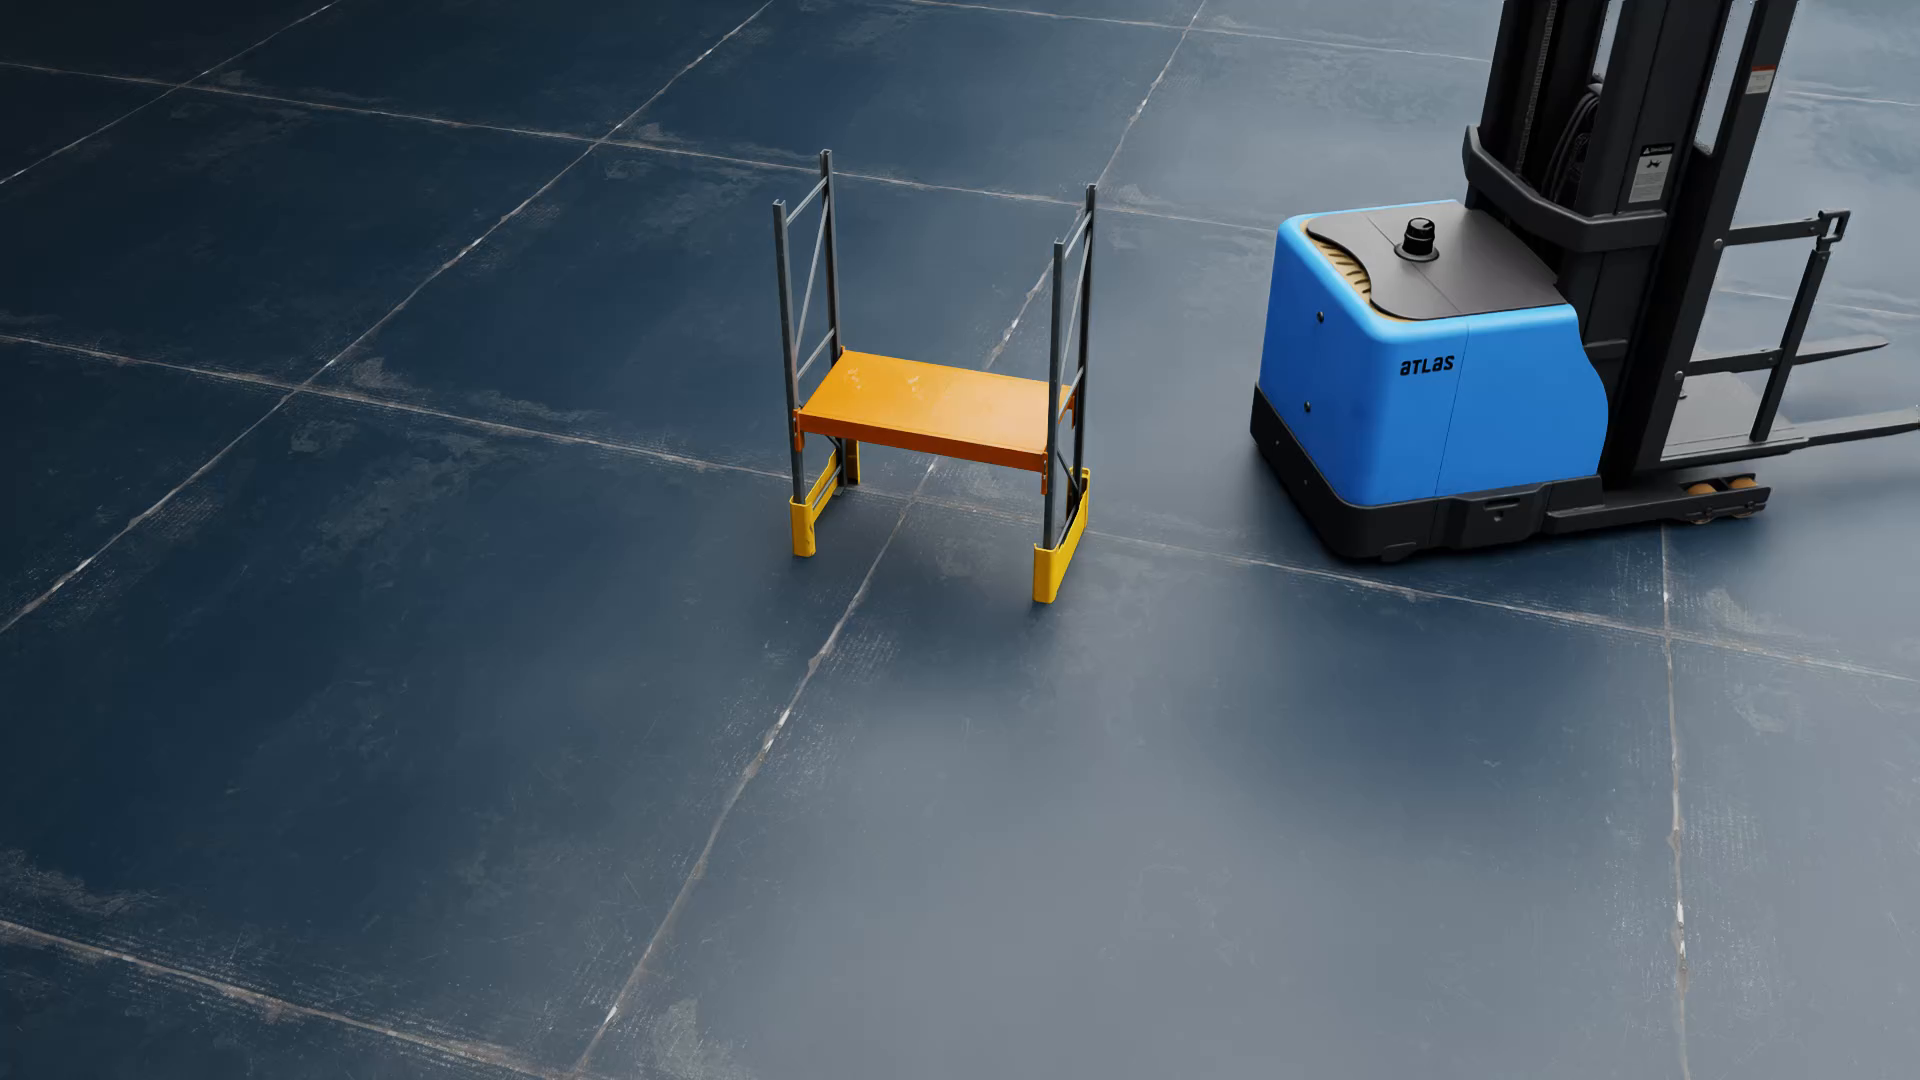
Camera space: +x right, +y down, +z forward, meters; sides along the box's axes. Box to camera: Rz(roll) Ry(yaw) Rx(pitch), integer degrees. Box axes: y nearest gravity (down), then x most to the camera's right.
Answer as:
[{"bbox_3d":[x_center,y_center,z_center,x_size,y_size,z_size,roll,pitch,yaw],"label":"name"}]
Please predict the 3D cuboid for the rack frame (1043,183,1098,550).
[{"bbox_3d":[0.404,-0.529,6.204,0.032,1.500,0.500,10,38,14],"label":"rack frame"}]

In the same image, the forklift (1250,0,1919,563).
[{"bbox_3d":[2.840,-1.543,6.374,3.031,2.935,1.130,-8,37,-10],"label":"forklift"}]

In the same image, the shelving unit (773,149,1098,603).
[{"bbox_3d":[-0.073,-0.618,6.324,1.083,1.500,0.587,10,38,14],"label":"shelving unit"}]

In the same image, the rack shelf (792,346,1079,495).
[{"bbox_3d":[-0.081,-0.474,6.433,1.000,0.185,0.538,10,38,14],"label":"rack shelf"}]

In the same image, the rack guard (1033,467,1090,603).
[{"bbox_3d":[0.403,-0.026,6.575,0.087,0.250,0.587,10,38,14],"label":"rack guard"}]

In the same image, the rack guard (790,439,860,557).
[{"bbox_3d":[-0.548,-0.202,6.814,0.087,0.250,0.587,10,38,14],"label":"rack guard"}]

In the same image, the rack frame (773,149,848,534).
[{"bbox_3d":[-0.567,-0.709,6.448,0.032,1.500,0.500,10,38,14],"label":"rack frame"}]
